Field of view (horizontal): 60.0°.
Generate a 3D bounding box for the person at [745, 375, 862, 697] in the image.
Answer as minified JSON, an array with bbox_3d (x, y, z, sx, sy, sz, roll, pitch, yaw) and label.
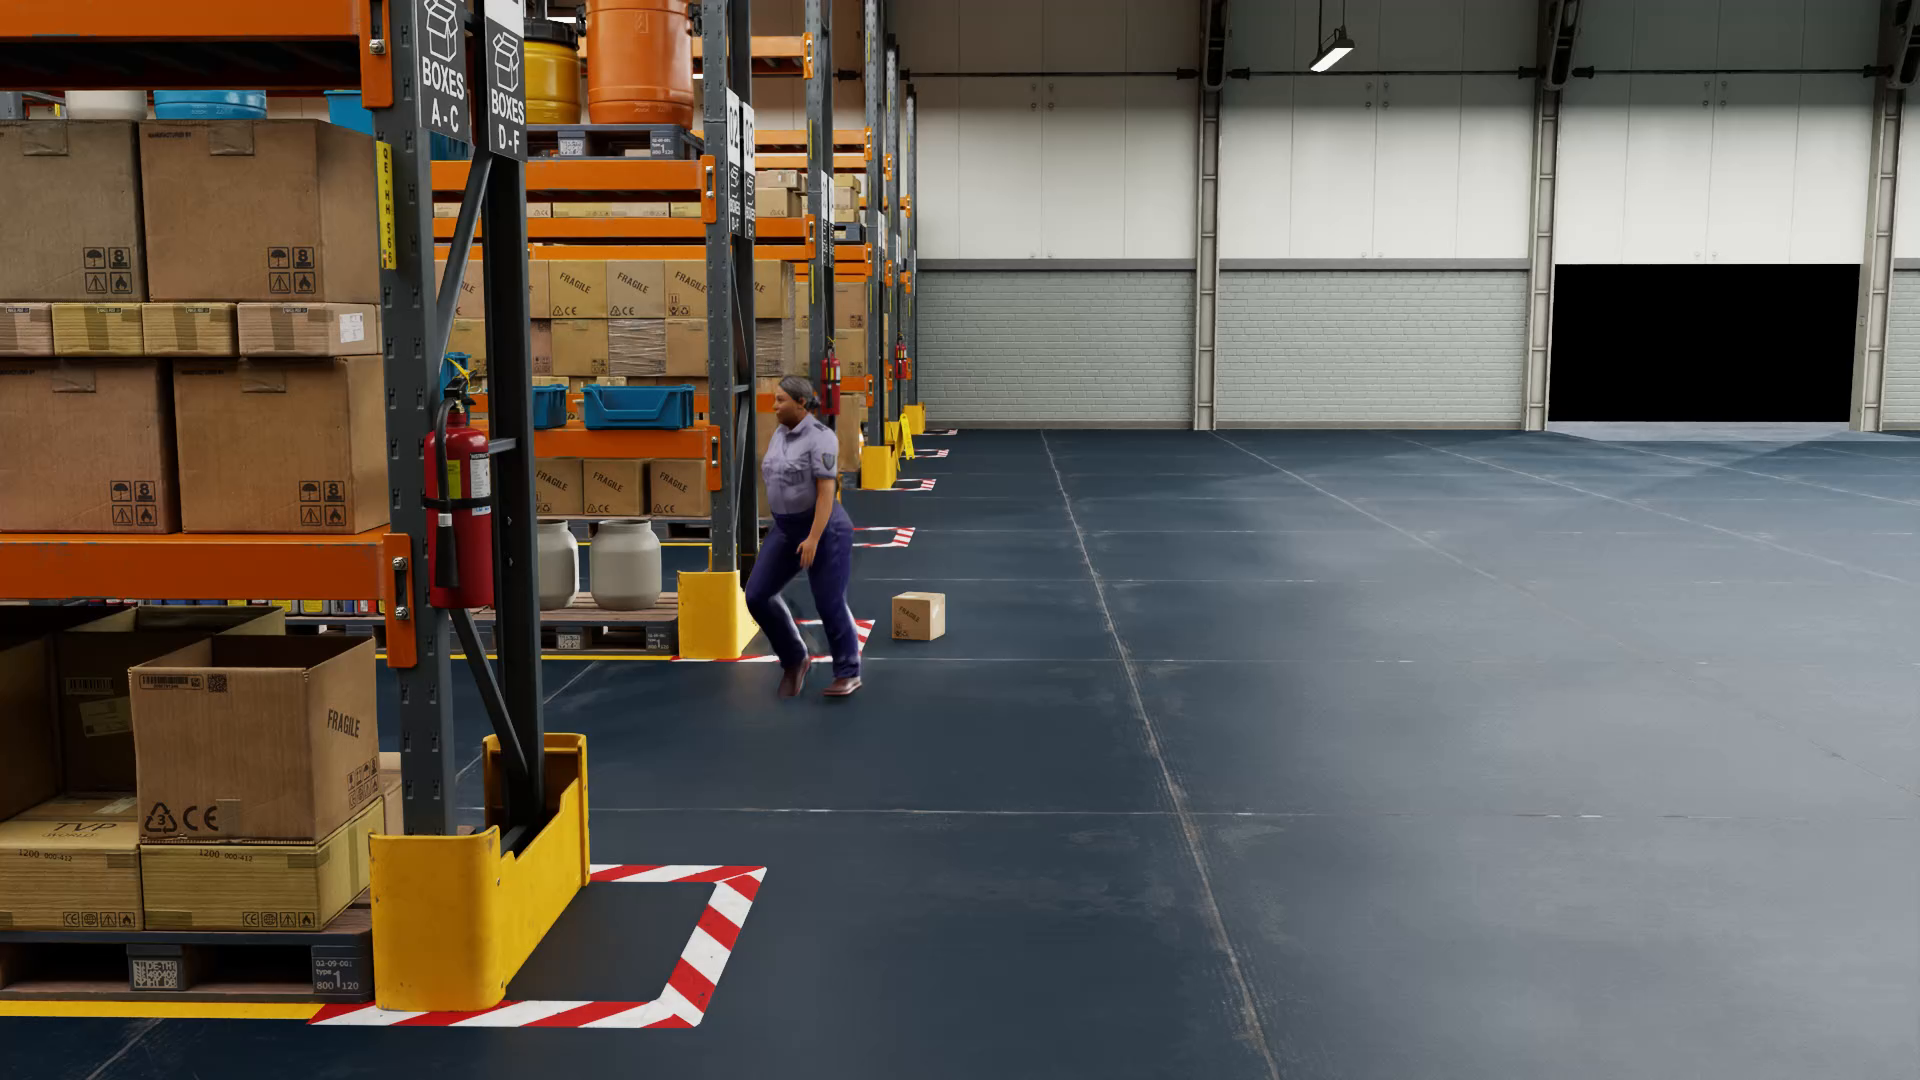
[{"bbox_3d":[-0.787,0.005,8.435,0.530,1.683,0.509,6,10,41],"label":"person"}]
